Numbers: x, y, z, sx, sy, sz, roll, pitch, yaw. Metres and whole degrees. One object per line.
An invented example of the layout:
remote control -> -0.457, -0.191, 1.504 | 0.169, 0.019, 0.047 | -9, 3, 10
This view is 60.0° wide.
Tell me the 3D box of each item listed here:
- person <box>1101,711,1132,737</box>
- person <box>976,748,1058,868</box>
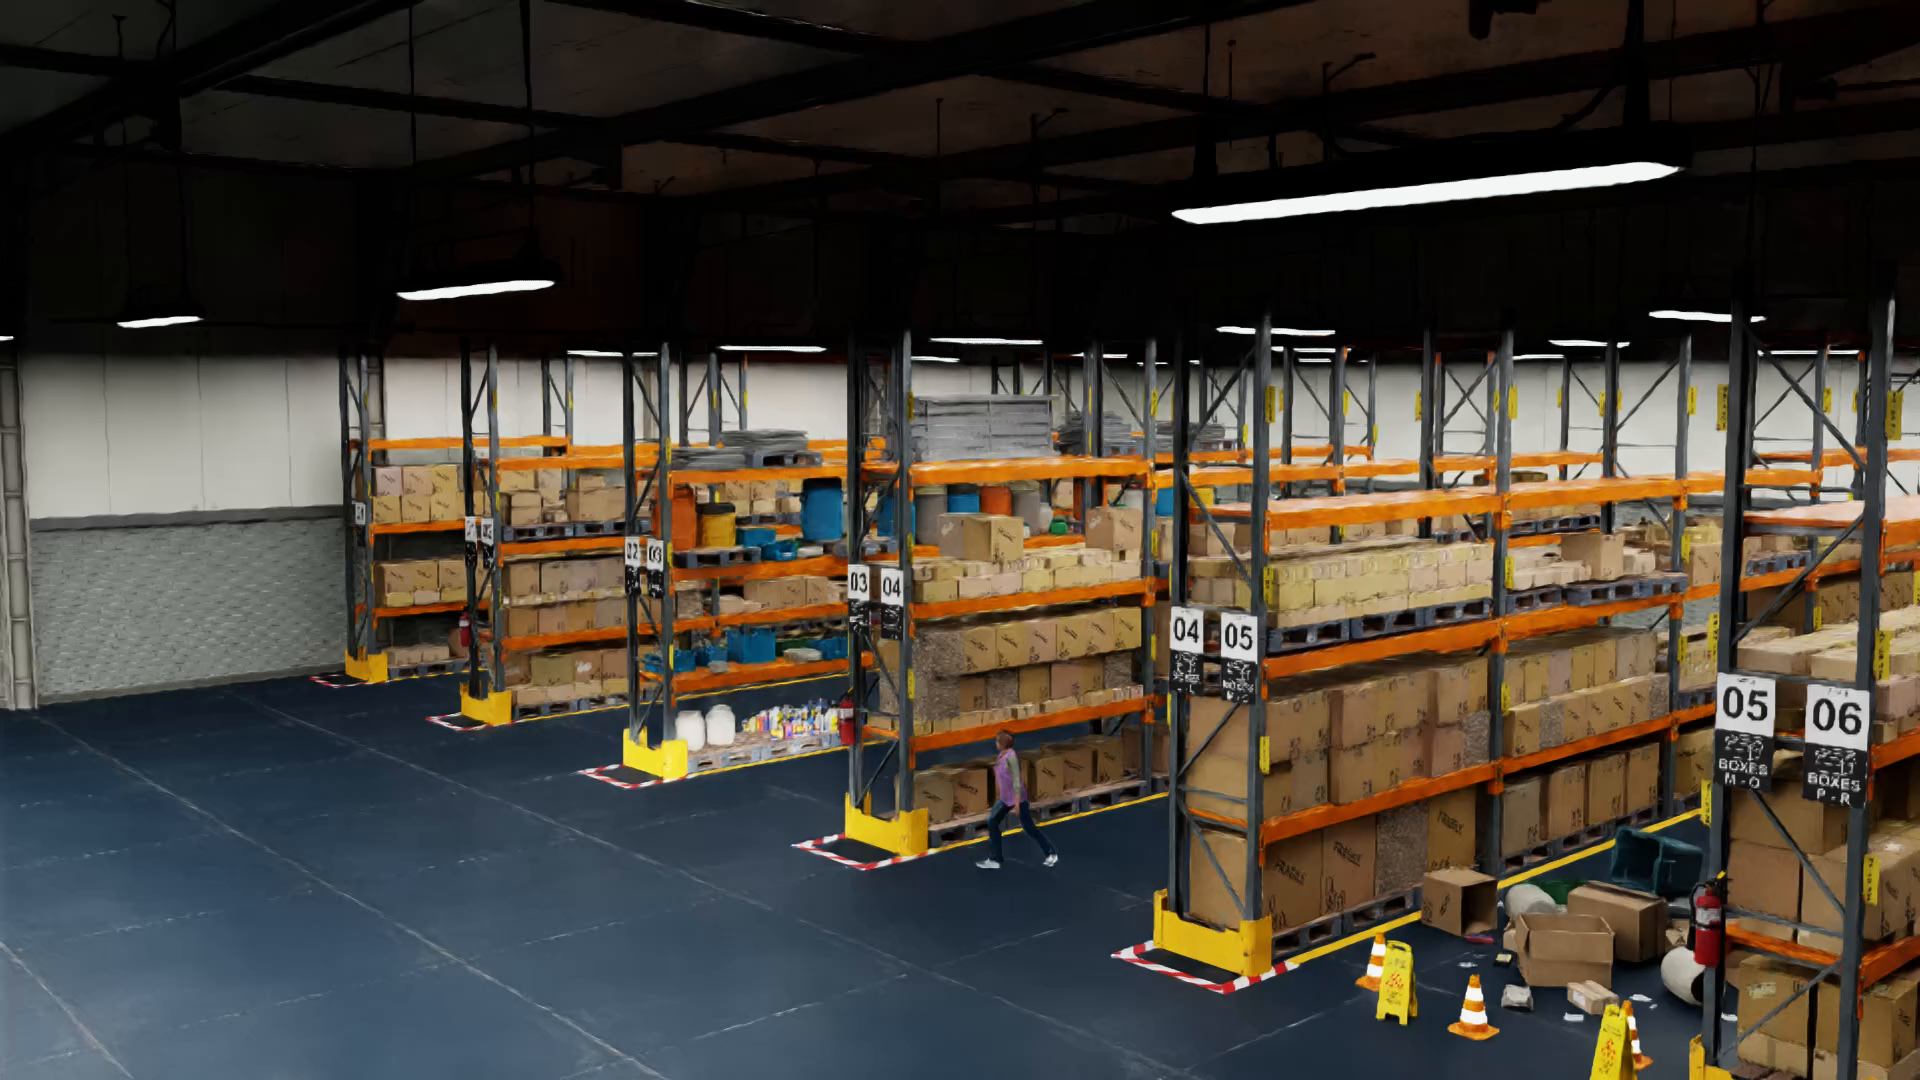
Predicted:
person -> 2.189, 2.235, 23.493 | 0.568, 1.545, 0.593 | -5, 7, -43
person -> 0.634, 2.895, 17.932 | 0.866, 1.317, 0.431 | -2, 5, -21
